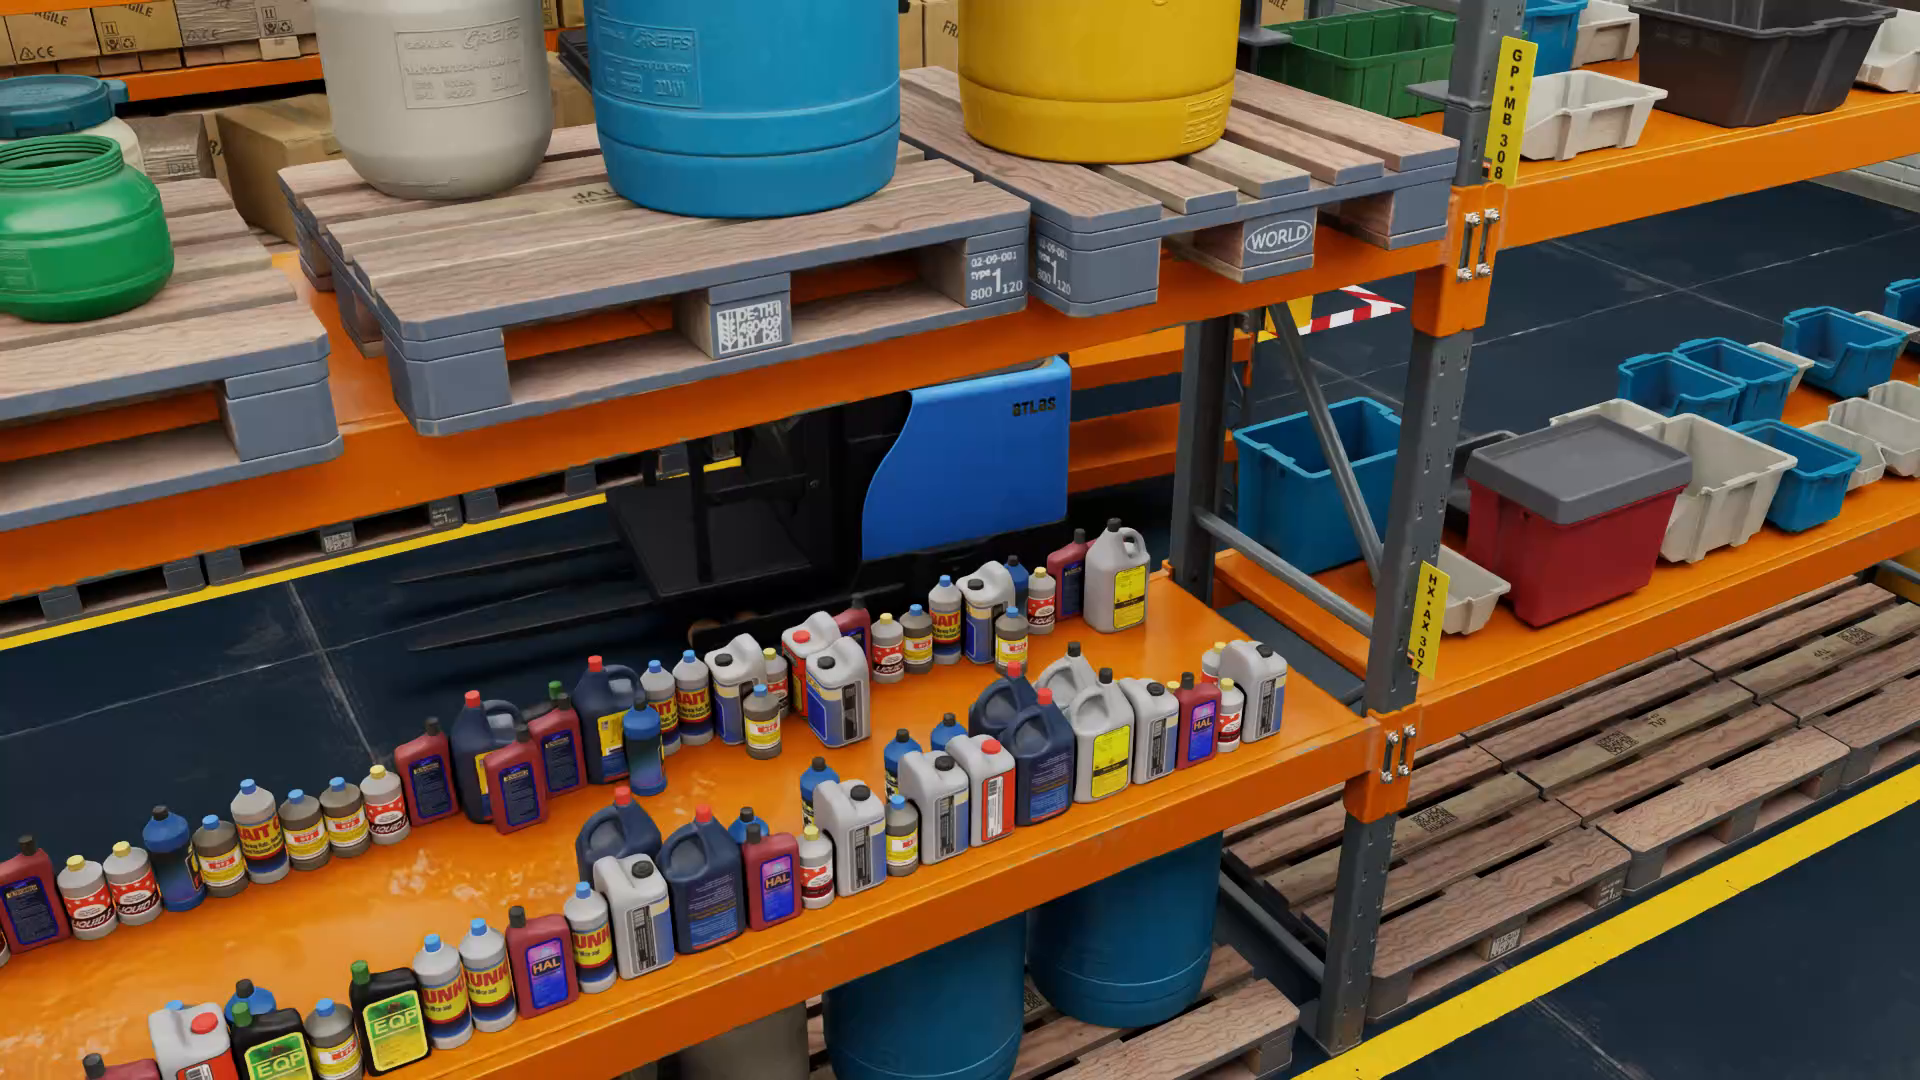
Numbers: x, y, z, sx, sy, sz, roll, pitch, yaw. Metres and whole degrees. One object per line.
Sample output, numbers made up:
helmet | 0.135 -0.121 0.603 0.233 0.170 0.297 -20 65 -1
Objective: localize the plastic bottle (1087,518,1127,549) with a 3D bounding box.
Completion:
plastic bottle | 0.446 0.073 5.135 0.133 0.283 0.061 -16 33 -26

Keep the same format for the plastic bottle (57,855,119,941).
plastic bottle | -2.030 0.822 3.862 0.097 0.201 0.097 0 29 0

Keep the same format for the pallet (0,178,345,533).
pallet | -1.761 -0.288 2.759 1.213 0.211 1.003 -16 33 -26

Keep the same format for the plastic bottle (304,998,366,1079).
plastic bottle | -1.306 1.041 3.464 0.097 0.201 0.097 0 29 0

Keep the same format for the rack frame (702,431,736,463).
rack frame | -1.528 -1.955 8.688 0.127 3.000 1.000 -16 33 -26

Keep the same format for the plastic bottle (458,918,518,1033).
plastic bottle | -1.023 0.930 3.593 0.097 0.271 0.097 0 29 0

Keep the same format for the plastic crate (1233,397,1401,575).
plastic crate | 1.208 -0.166 5.401 0.575 0.384 0.392 -16 33 -26

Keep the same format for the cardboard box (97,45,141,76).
cardboard box | -5.771 -3.301 11.367 0.250 0.149 0.380 -16 33 -26

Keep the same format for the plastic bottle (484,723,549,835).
plastic bottle | -1.120 0.598 4.183 0.133 0.283 0.061 -16 33 -26

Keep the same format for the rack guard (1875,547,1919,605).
rack guard | 4.441 0.213 7.346 0.348 0.500 1.175 -16 33 -26

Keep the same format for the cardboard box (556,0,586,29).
cardboard box | -2.933 -4.451 12.901 0.700 0.700 0.980 -17 33 -28

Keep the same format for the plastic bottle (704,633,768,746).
plastic bottle | -0.612 0.402 4.546 0.135 0.276 0.152 -16 33 -26

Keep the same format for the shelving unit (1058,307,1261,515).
shelving unit | 0.859 -0.636 8.237 1.048 1.125 0.538 -12 31 -20

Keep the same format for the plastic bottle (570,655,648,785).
plastic bottle | -0.920 0.454 4.374 0.185 0.351 0.144 -16 33 -26

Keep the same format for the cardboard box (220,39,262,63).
cardboard box | -5.083 -3.478 11.687 0.250 0.149 0.380 -16 33 -26

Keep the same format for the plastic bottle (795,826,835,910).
plastic bottle | -0.350 0.770 3.956 0.097 0.201 0.097 0 29 0

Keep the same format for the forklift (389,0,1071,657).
forklift | -1.049 -1.059 7.136 3.031 2.935 1.130 -12 31 -20

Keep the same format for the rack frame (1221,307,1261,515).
rack frame | 1.327 -0.732 8.412 0.032 1.125 0.500 -12 31 -20

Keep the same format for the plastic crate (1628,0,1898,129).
plastic crate | 2.188 -1.336 4.598 0.590 0.269 0.497 -16 33 -26

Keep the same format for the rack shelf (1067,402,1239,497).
rack shelf | 0.859 -0.421 8.356 1.000 0.278 0.538 -12 31 -20

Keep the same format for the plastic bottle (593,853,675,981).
plastic bottle | -0.738 0.832 3.766 0.135 0.276 0.152 -16 33 -26

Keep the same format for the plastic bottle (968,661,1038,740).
plastic bottle | 0.119 0.478 4.331 0.185 0.351 0.144 -16 33 -26

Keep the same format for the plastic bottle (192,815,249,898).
plastic bottle | -1.778 0.750 3.992 0.097 0.201 0.097 0 29 0

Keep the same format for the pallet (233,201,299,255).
pallet | -3.302 -1.370 7.826 1.213 0.211 1.003 -16 33 -26

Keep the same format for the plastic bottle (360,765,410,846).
plastic bottle | -1.443 0.655 4.164 0.097 0.201 0.097 0 29 0

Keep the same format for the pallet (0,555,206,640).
pallet | -4.314 0.078 7.890 1.213 0.211 1.003 -16 33 -26

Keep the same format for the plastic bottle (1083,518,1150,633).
plastic bottle | 0.476 0.092 5.030 0.185 0.351 0.144 -16 33 -26

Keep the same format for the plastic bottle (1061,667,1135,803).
plastic bottle | 0.352 0.492 4.304 0.185 0.351 0.144 -16 33 -26

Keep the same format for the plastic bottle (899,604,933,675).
plastic bottle | -0.127 0.281 4.841 0.097 0.201 0.097 0 29 0

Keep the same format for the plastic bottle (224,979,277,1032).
plastic bottle | -1.452 1.018 3.434 0.097 0.271 0.097 0 29 0

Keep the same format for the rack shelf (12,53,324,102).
rack shelf | -5.765 -3.213 11.712 4.000 0.370 1.077 -16 33 -26

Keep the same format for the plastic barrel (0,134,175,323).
plastic barrel | -1.440 -0.504 2.681 0.294 0.245 0.294 0 29 0

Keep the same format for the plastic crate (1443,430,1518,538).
plastic crate | 1.807 -0.182 5.698 0.590 0.125 0.437 -16 33 -26

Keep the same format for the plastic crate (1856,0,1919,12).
plastic crate | 2.970 -1.896 5.541 0.767 0.338 0.504 -16 33 -26

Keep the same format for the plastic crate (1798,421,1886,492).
plastic crate | 3.085 -0.282 5.867 0.250 0.136 0.298 -16 33 -26

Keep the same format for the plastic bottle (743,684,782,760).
plastic bottle | -0.533 0.482 4.478 0.097 0.201 0.097 0 29 0

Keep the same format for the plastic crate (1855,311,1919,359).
plastic crate | 3.729 -0.813 6.830 0.298 0.136 0.250 -16 33 -26

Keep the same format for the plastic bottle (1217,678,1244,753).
plastic bottle | 0.716 0.467 4.504 0.097 0.201 0.097 0 29 0

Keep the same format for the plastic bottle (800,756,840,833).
plastic bottle | -0.343 0.652 4.097 0.097 0.271 0.097 0 29 0

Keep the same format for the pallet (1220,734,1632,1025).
pallet | 1.593 1.134 5.976 1.213 0.211 1.003 -16 33 -26

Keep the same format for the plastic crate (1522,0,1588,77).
plastic crate | 1.601 -1.486 4.908 0.300 0.233 0.416 -16 33 -26

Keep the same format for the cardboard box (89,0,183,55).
cardboard box | -5.611 -3.610 11.254 0.500 0.500 0.500 -15 32 -25

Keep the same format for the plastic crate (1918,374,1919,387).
plastic crate | 3.816 -0.505 6.272 0.243 0.136 0.396 -16 33 -26

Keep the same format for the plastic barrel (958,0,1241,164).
plastic barrel | 0.294 -1.162 3.517 0.600 0.588 0.600 0 29 0

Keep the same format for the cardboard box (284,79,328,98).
cardboard box | -4.535 -3.047 12.457 0.750 0.750 0.750 -15 32 -26

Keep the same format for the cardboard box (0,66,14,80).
cardboard box | -6.440 -3.122 11.042 0.250 0.149 0.380 -16 33 -27

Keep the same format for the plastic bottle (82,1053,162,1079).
plastic bottle | -1.627 1.107 3.260 0.133 0.283 0.061 -16 33 -26

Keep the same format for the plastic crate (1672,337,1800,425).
plastic crate | 2.912 -0.577 6.302 0.300 0.233 0.416 -16 33 -26

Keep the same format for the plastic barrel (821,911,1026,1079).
plastic barrel | -0.110 1.144 4.810 0.708 0.901 0.600 -16 33 -26

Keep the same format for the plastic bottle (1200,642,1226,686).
plastic bottle | 0.723 0.380 4.662 0.097 0.201 0.097 0 29 0

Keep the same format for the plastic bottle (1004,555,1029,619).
plastic bottle | 0.157 0.170 4.970 0.097 0.271 0.097 0 29 0

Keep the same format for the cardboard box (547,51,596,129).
cardboard box | -2.050 -2.160 8.521 0.700 0.500 0.500 22 36 34

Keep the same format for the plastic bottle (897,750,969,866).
plastic bottle | -0.064 0.641 4.113 0.135 0.276 0.152 -16 33 -26

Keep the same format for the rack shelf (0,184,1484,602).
rack shelf | -0.746 -0.399 3.509 4.000 0.370 1.077 -16 33 -26

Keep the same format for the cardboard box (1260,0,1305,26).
cardboard box | 1.676 -3.192 9.791 0.500 0.500 0.500 -16 33 -27

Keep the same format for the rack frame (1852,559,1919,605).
rack frame | 4.427 -0.870 6.721 0.127 3.000 1.000 -16 33 -26
